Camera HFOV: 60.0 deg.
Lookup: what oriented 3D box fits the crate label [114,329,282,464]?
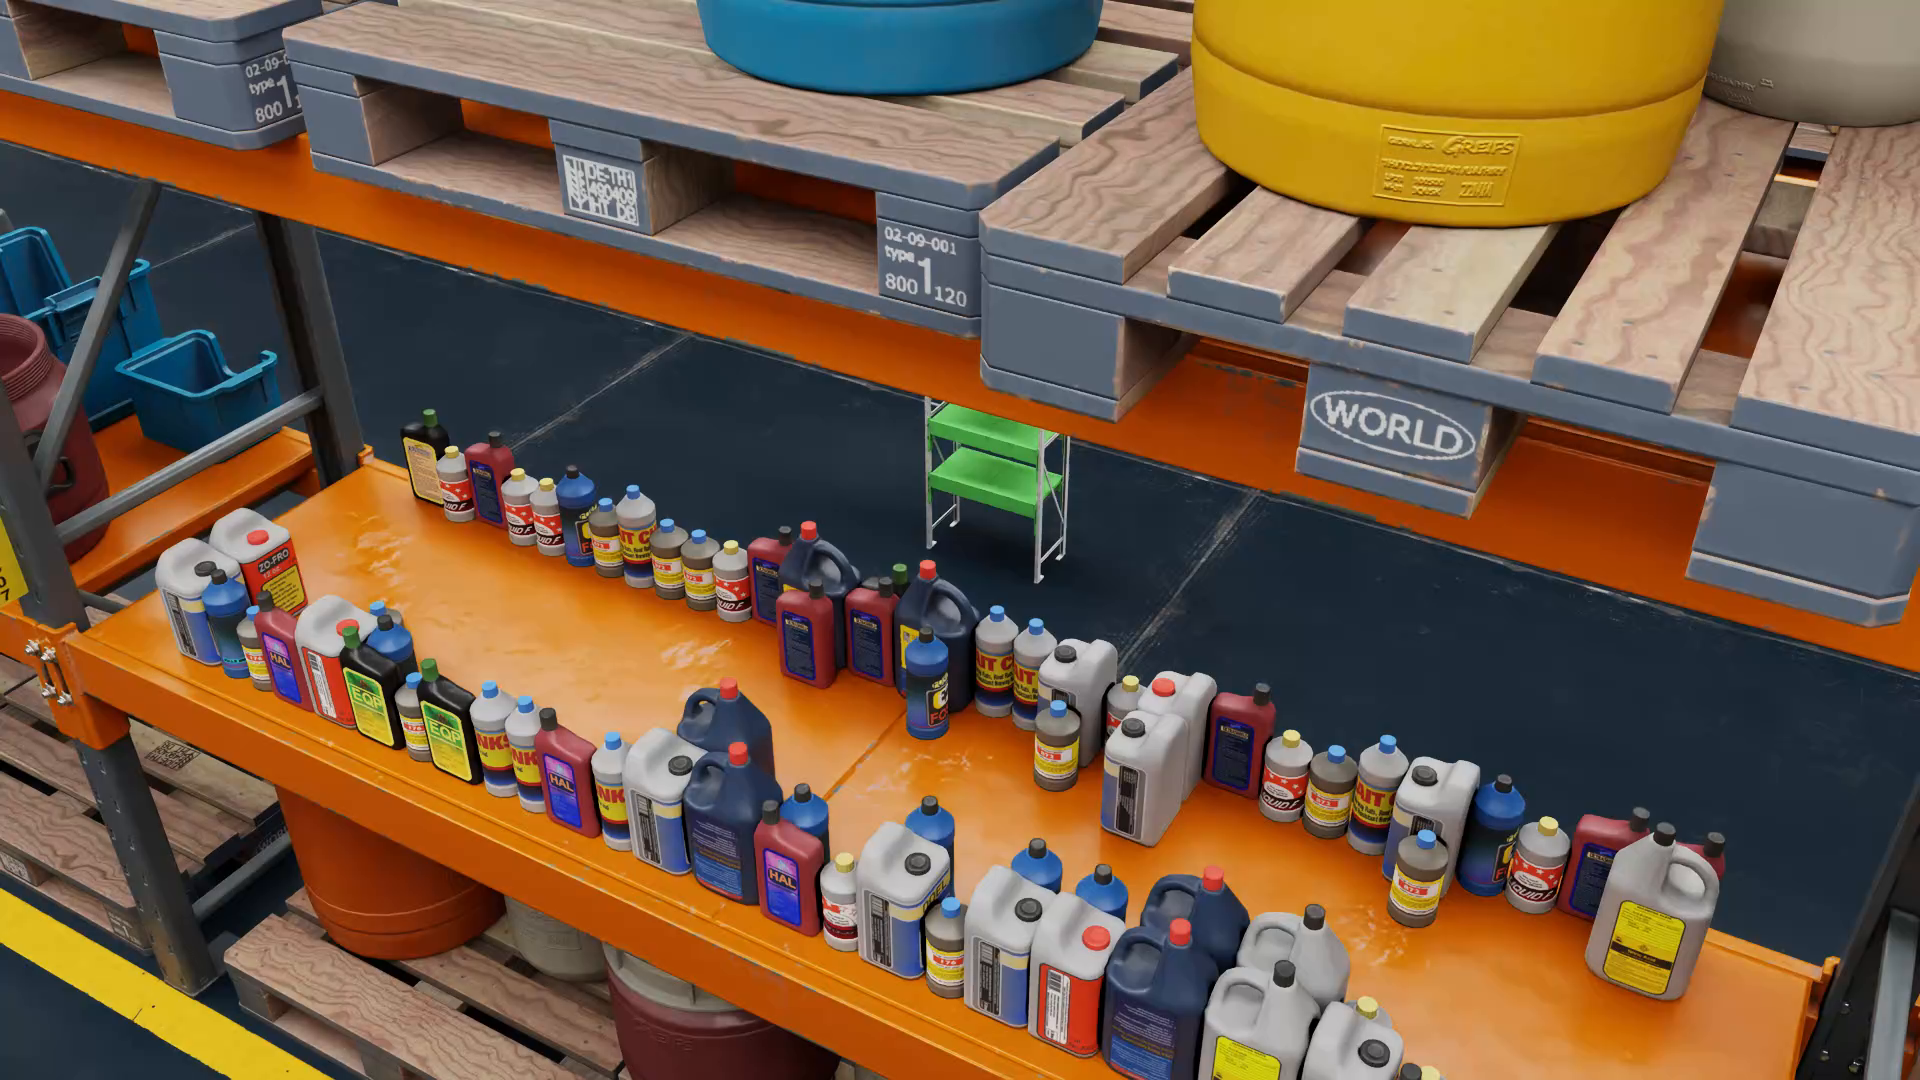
[{"bbox_3d":[-2.180,-0.412,4.814,0.416,0.233,0.303,18,37,24],"label":"crate label"}]

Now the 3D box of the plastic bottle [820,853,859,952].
[{"bbox_3d":[-0.218,0.686,3.194,0.097,0.201,0.097,0,34,0],"label":"plastic bottle"}]

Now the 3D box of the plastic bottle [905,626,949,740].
[{"bbox_3d":[-0.074,0.310,3.695,0.097,0.271,0.097,0,34,0],"label":"plastic bottle"}]

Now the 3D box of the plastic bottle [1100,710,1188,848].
[{"bbox_3d":[0.380,0.474,3.444,0.135,0.276,0.152,18,37,24],"label":"plastic bottle"}]

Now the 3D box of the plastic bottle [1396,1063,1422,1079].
[{"bbox_3d":[0.746,0.968,2.695,0.133,0.283,0.061,18,37,24],"label":"plastic bottle"}]

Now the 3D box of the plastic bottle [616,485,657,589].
[{"bbox_3d":[-0.808,-0.015,4.183,0.097,0.271,0.097,0,34,0],"label":"plastic bottle"}]

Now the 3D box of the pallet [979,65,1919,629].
[{"bbox_3d":[0.743,-0.424,2.145,1.003,0.211,1.213,18,37,24],"label":"pallet"}]

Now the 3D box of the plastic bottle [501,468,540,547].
[{"bbox_3d":[-1.146,-0.093,4.363,0.097,0.201,0.097,0,34,0],"label":"plastic bottle"}]

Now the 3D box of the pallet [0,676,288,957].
[{"bbox_3d":[-2.654,0.743,5.443,1.213,0.211,1.003,18,37,24],"label":"pallet"}]

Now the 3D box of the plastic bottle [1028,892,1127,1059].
[{"bbox_3d":[0.215,0.774,2.993,0.135,0.276,0.152,18,37,24],"label":"plastic bottle"}]

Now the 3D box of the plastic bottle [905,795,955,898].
[{"bbox_3d":[-0.058,0.610,3.244,0.097,0.271,0.097,0,34,0],"label":"plastic bottle"}]

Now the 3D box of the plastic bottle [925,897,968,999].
[{"bbox_3d":[-0.016,0.749,3.098,0.097,0.201,0.097,0,34,0],"label":"plastic bottle"}]

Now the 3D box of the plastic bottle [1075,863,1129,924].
[{"bbox_3d":[0.260,0.711,3.092,0.097,0.271,0.097,0,34,0],"label":"plastic bottle"}]

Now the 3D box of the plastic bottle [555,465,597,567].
[{"bbox_3d":[-0.977,-0.069,4.263,0.097,0.271,0.097,0,34,0],"label":"plastic bottle"}]

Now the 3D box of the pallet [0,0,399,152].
[{"bbox_3d":[-1.385,-1.098,3.157,1.213,0.211,1.003,18,37,24],"label":"pallet"}]

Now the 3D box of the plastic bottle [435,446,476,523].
[{"bbox_3d":[-1.347,-0.157,4.458,0.097,0.201,0.097,0,34,0],"label":"plastic bottle"}]

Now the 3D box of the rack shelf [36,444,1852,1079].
[{"bbox_3d":[-0.264,0.664,3.696,4.000,0.370,1.077,18,37,24],"label":"rack shelf"}]

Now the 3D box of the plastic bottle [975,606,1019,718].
[{"bbox_3d":[0.083,0.267,3.759,0.097,0.271,0.097,0,34,0],"label":"plastic bottle"}]

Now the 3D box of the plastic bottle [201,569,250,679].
[{"bbox_3d":[-1.698,0.187,3.878,0.097,0.271,0.097,0,34,0],"label":"plastic bottle"}]

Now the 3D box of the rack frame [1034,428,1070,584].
[{"bbox_3d":[0.356,-0.387,6.248,0.015,1.200,0.240,18,37,24],"label":"rack frame"}]

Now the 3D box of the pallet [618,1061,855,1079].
[{"bbox_3d":[-0.240,1.508,4.295,1.213,0.211,1.003,18,37,24],"label":"pallet"}]

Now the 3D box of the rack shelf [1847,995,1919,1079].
[{"bbox_3d":[3.209,1.764,2.044,4.000,0.370,1.077,18,37,24],"label":"rack shelf"}]

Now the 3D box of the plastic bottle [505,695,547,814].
[{"bbox_3d":[-0.896,0.442,3.497,0.097,0.271,0.097,0,34,0],"label":"plastic bottle"}]

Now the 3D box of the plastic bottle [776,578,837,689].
[{"bbox_3d":[-0.356,0.203,3.844,0.133,0.283,0.061,18,37,24],"label":"plastic bottle"}]

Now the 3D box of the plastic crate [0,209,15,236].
[{"bbox_3d":[-3.252,-0.804,5.193,0.583,0.464,0.402,18,37,24],"label":"plastic crate"}]

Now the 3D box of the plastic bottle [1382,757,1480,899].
[{"bbox_3d":[0.942,0.555,3.323,0.135,0.276,0.152,18,37,24],"label":"plastic bottle"}]

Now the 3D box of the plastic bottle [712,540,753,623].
[{"bbox_3d":[-0.555,0.094,4.081,0.097,0.201,0.097,0,34,0],"label":"plastic bottle"}]

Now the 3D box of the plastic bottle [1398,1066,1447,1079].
[{"bbox_3d":[0.770,0.959,2.782,0.097,0.201,0.097,0,34,0],"label":"plastic bottle"}]

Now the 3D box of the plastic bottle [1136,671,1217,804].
[{"bbox_3d":[0.455,0.401,3.554,0.135,0.276,0.152,18,37,24],"label":"plastic bottle"}]

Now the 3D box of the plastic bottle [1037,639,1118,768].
[{"bbox_3d":[0.254,0.337,3.650,0.135,0.276,0.152,18,37,24],"label":"plastic bottle"}]

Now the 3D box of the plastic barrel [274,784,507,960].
[{"bbox_3d":[-1.567,0.669,4.618,0.708,0.830,0.600,18,37,24],"label":"plastic barrel"}]

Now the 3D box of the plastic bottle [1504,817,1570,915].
[{"bbox_3d":[1.141,0.631,3.275,0.097,0.201,0.097,0,34,0],"label":"plastic bottle"}]

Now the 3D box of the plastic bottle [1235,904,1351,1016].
[{"bbox_3d":[0.583,0.770,2.932,0.185,0.351,0.144,18,37,24],"label":"plastic bottle"}]

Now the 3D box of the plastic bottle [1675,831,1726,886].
[{"bbox_3d":[1.366,0.657,3.163,0.133,0.283,0.061,18,37,24],"label":"plastic bottle"}]

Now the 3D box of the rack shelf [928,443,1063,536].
[{"bbox_3d":[0.144,-0.201,6.518,0.480,0.148,0.258,18,37,24],"label":"rack shelf"}]

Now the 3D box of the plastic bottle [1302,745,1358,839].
[{"bbox_3d":[0.770,0.514,3.451,0.097,0.201,0.097,0,34,0],"label":"plastic bottle"}]

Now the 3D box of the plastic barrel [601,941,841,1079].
[{"bbox_3d":[-0.587,1.080,4.218,0.708,0.588,0.600,18,37,24],"label":"plastic barrel"}]

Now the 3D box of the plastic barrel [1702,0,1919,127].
[{"bbox_3d":[1.140,-0.831,2.084,0.433,0.535,0.433,0,34,0],"label":"plastic barrel"}]

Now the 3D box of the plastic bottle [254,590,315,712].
[{"bbox_3d":[-1.523,0.250,3.774,0.133,0.283,0.061,18,37,24],"label":"plastic bottle"}]

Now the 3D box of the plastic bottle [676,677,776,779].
[{"bbox_3d":[-0.486,0.426,3.448,0.185,0.351,0.144,18,37,24],"label":"plastic bottle"}]

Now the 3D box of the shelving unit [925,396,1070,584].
[{"bbox_3d":[0.144,-0.454,6.349,0.503,1.200,0.258,18,37,24],"label":"shelving unit"}]

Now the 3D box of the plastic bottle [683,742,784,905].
[{"bbox_3d":[-0.445,0.537,3.282,0.185,0.351,0.144,18,37,24],"label":"plastic bottle"}]

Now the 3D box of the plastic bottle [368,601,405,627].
[{"bbox_3d":[-1.338,0.234,3.872,0.097,0.201,0.097,0,34,0],"label":"plastic bottle"}]

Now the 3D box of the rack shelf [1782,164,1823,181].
[{"bbox_3d":[2.197,-1.719,7.274,4.000,0.370,1.077,18,37,24],"label":"rack shelf"}]

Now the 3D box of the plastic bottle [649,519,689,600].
[{"bbox_3d":[-0.724,0.041,4.162,0.097,0.201,0.097,0,34,0],"label":"plastic bottle"}]

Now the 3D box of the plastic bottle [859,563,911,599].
[{"bbox_3d":[-0.169,0.171,3.893,0.133,0.283,0.061,18,37,24],"label":"plastic bottle"}]

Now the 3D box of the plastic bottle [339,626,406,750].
[{"bbox_3d":[-1.290,0.323,3.663,0.133,0.283,0.061,18,37,24],"label":"plastic bottle"}]

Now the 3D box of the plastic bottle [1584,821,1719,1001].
[{"bbox_3d":[1.292,0.671,3.081,0.185,0.351,0.144,18,37,24],"label":"plastic bottle"}]

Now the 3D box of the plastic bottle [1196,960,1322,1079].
[{"bbox_3d":[0.512,0.840,2.827,0.185,0.351,0.144,18,37,24],"label":"plastic bottle"}]

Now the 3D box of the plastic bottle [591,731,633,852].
[{"bbox_3d":[-0.696,0.505,3.401,0.097,0.271,0.097,0,34,0],"label":"plastic bottle"}]

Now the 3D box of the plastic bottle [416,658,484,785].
[{"bbox_3d":[-1.090,0.387,3.568,0.133,0.283,0.061,18,37,24],"label":"plastic bottle"}]

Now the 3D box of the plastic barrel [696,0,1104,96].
[{"bbox_3d":[-0.085,-1.113,2.178,0.708,0.901,0.600,18,37,24],"label":"plastic barrel"}]
